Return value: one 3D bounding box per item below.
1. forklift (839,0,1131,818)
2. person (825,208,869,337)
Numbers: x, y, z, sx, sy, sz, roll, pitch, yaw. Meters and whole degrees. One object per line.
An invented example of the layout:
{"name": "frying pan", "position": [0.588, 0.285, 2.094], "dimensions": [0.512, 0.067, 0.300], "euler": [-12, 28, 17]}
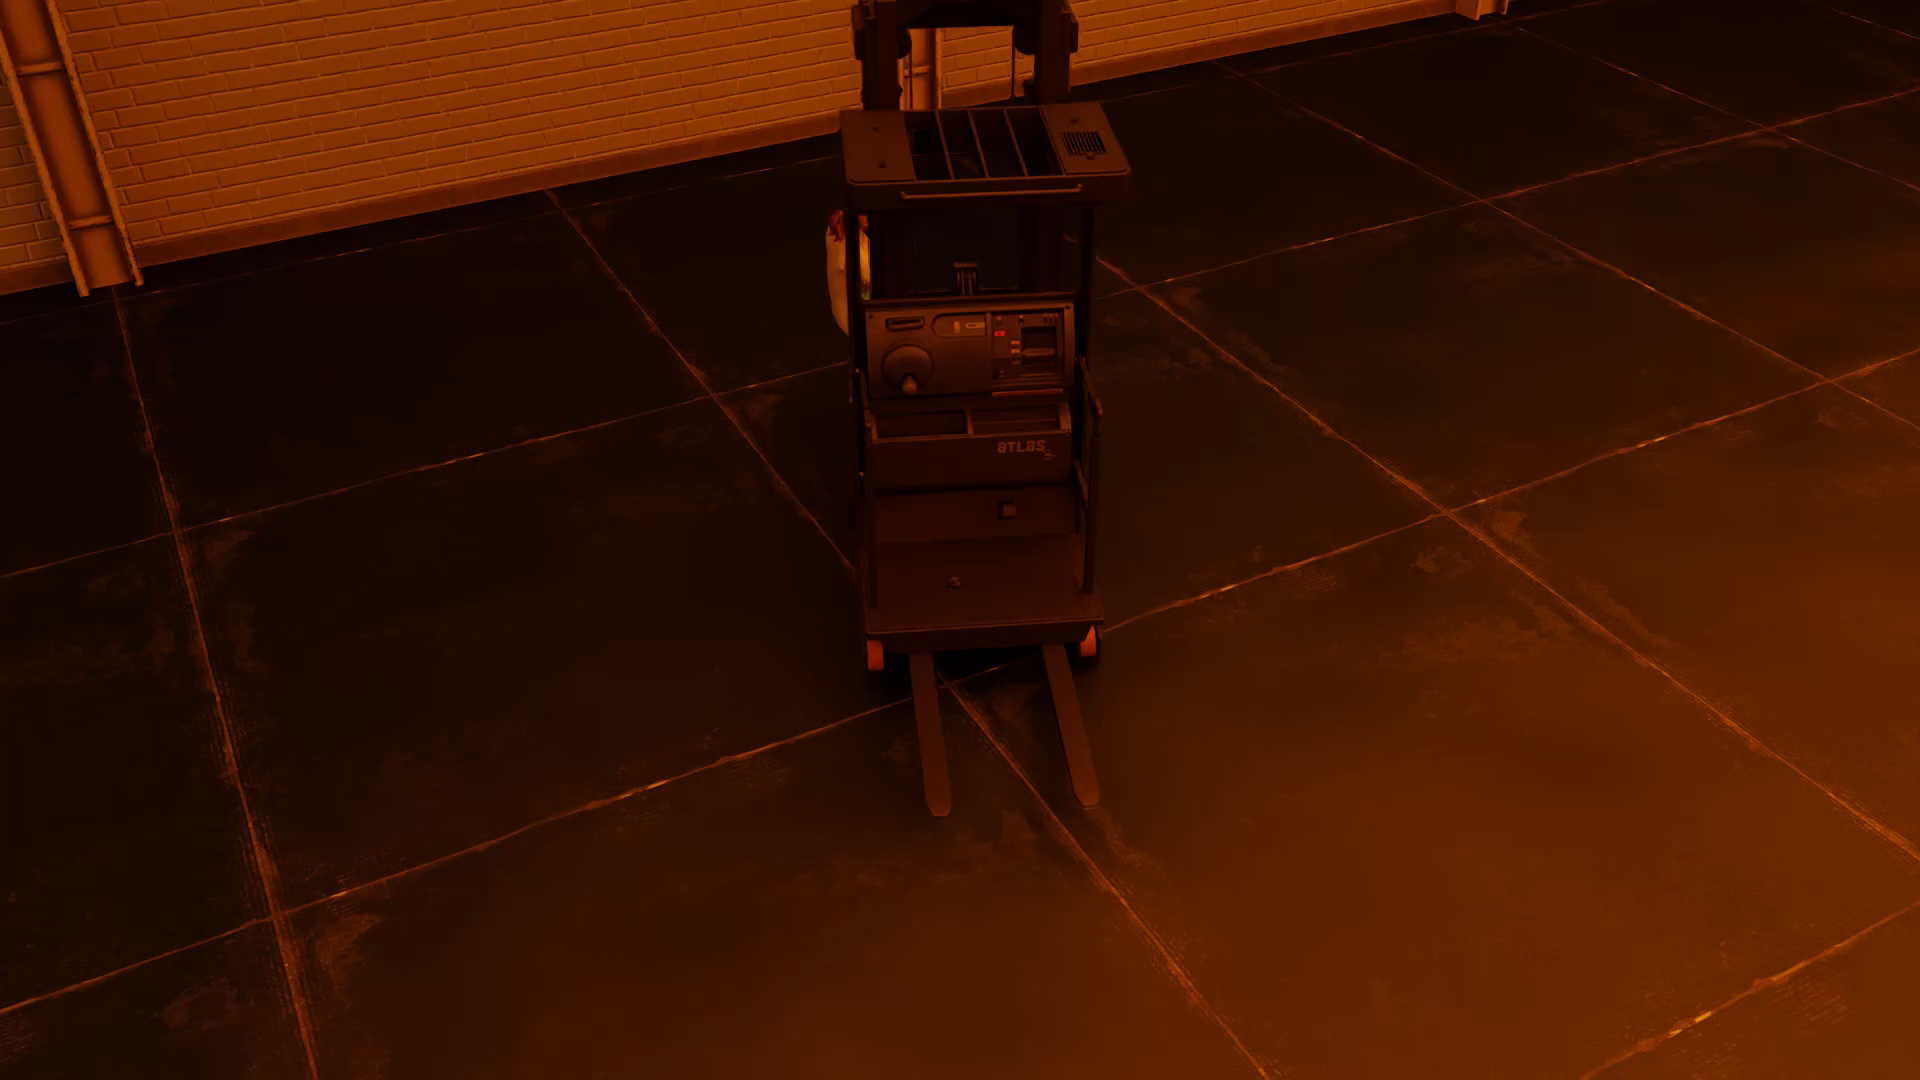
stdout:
{"name": "forklift", "position": [0.072, -0.789, 7.239], "dimensions": [1.130, 2.935, 3.031], "euler": [-3, 35, -5]}
{"name": "person", "position": [-0.395, -1.254, 9.113], "dimensions": [0.668, 1.526, 0.706], "euler": [-11, 37, -15]}
